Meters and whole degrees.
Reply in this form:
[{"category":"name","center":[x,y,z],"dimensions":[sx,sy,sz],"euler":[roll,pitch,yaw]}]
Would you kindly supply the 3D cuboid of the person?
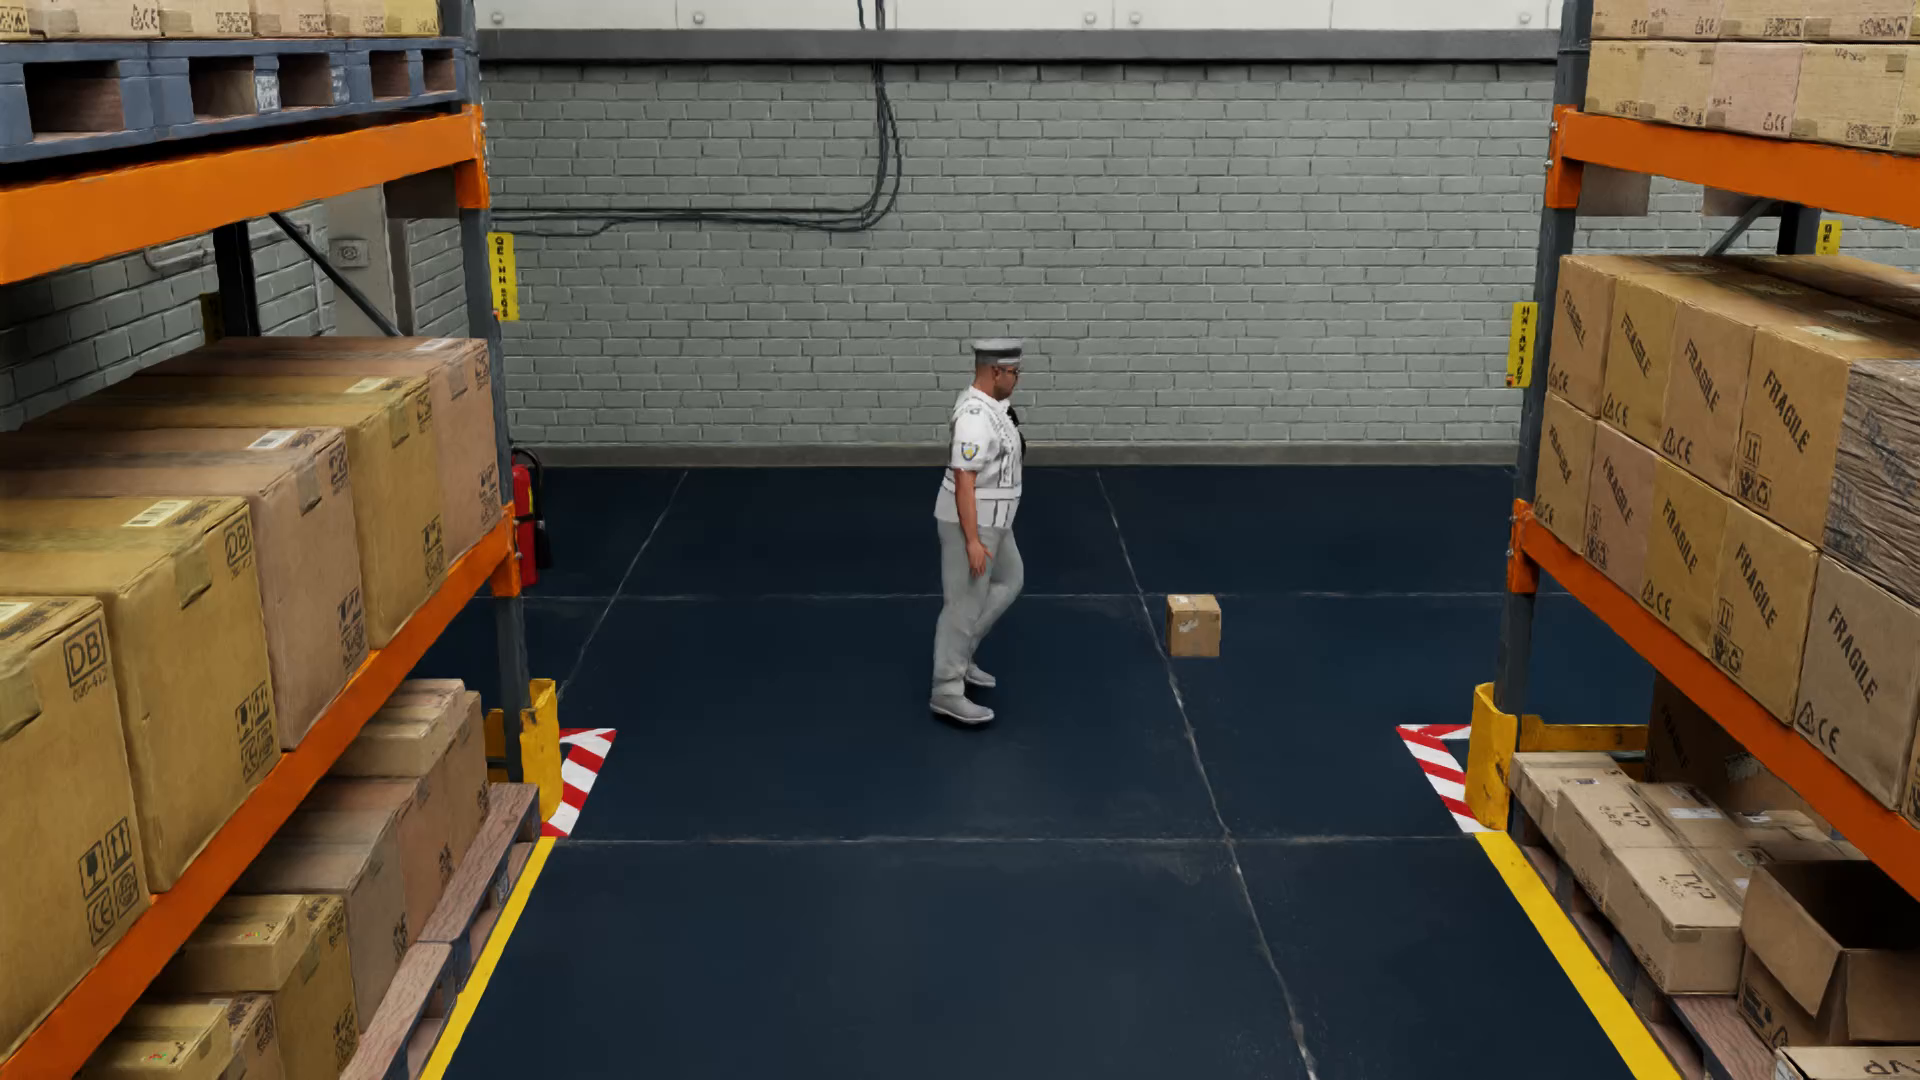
[{"category":"person","center":[0.080,-0.080,7.738],"dimensions":[0.423,1.732,0.725],"euler":[2,17,6]}]
